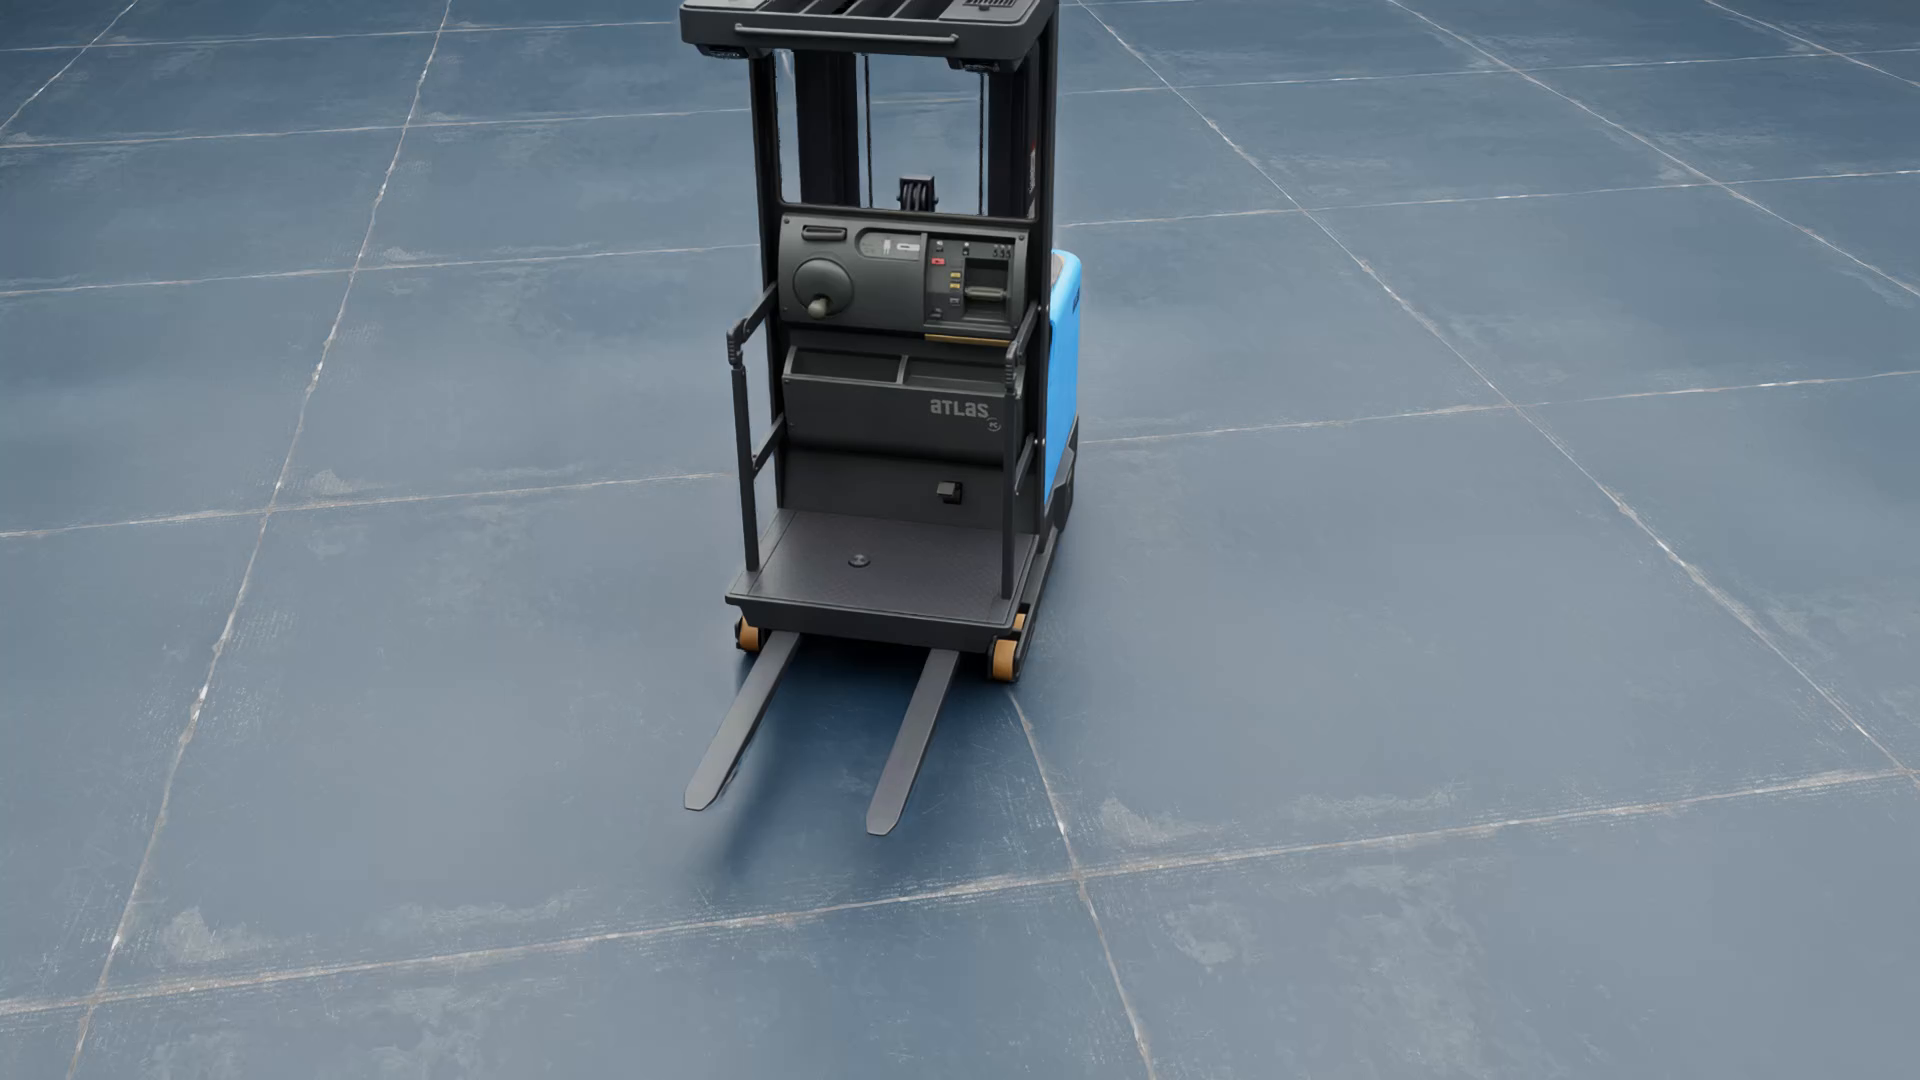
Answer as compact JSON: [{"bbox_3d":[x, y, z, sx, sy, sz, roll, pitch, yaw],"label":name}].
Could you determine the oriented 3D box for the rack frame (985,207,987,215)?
[{"bbox_3d":[0.133,-1.011,7.779,0.006,1.200,0.240,5,29,9],"label":"rack frame"}]

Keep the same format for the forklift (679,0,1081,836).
[{"bbox_3d":[-0.255,-0.928,5.936,1.130,2.935,3.031,6,31,10],"label":"forklift"}]

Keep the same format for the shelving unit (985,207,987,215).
[{"bbox_3d":[0.223,-1.003,7.765,0.189,1.200,0.258,5,29,9],"label":"shelving unit"}]
